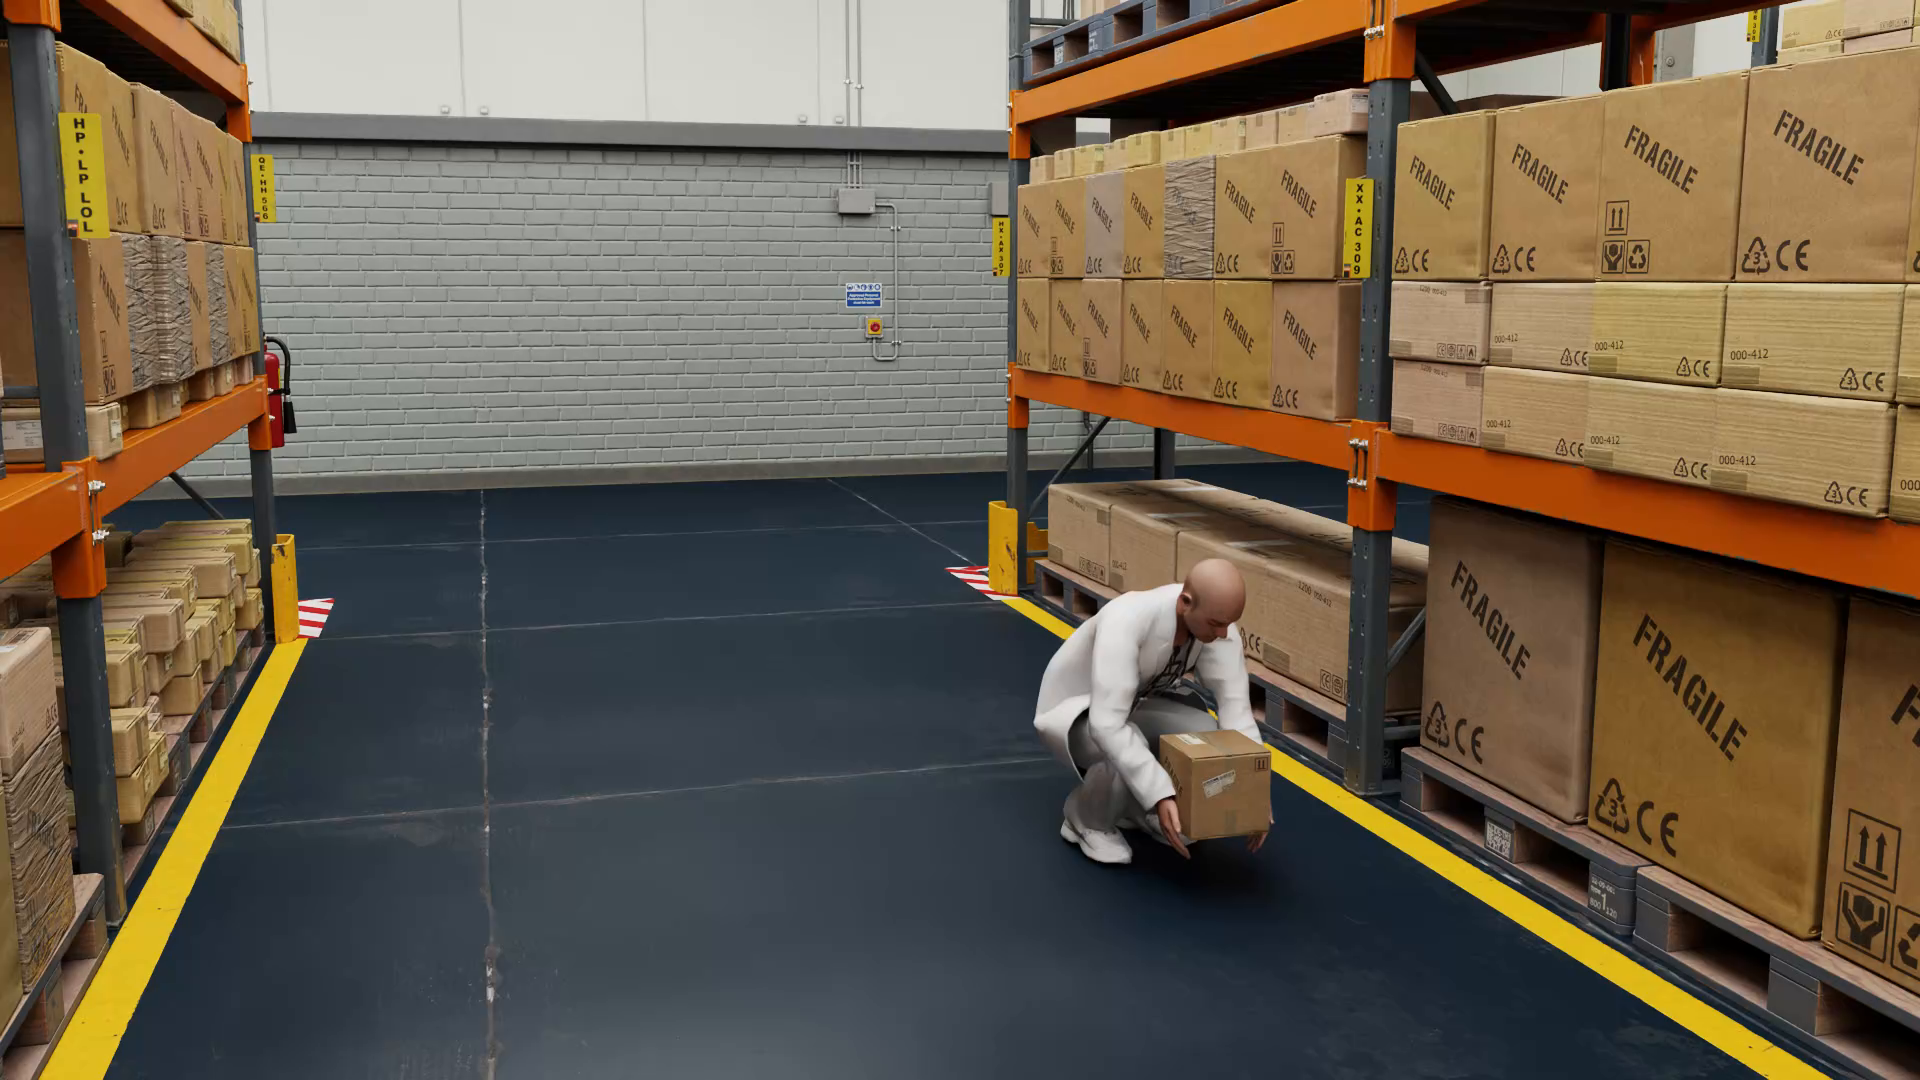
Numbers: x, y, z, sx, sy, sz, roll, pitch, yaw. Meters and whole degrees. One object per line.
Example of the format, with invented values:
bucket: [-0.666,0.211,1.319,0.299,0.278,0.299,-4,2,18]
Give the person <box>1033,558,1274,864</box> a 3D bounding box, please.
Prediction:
person: [0.599,0.517,5.200,0.596,0.990,0.907,-5,10,-30]
